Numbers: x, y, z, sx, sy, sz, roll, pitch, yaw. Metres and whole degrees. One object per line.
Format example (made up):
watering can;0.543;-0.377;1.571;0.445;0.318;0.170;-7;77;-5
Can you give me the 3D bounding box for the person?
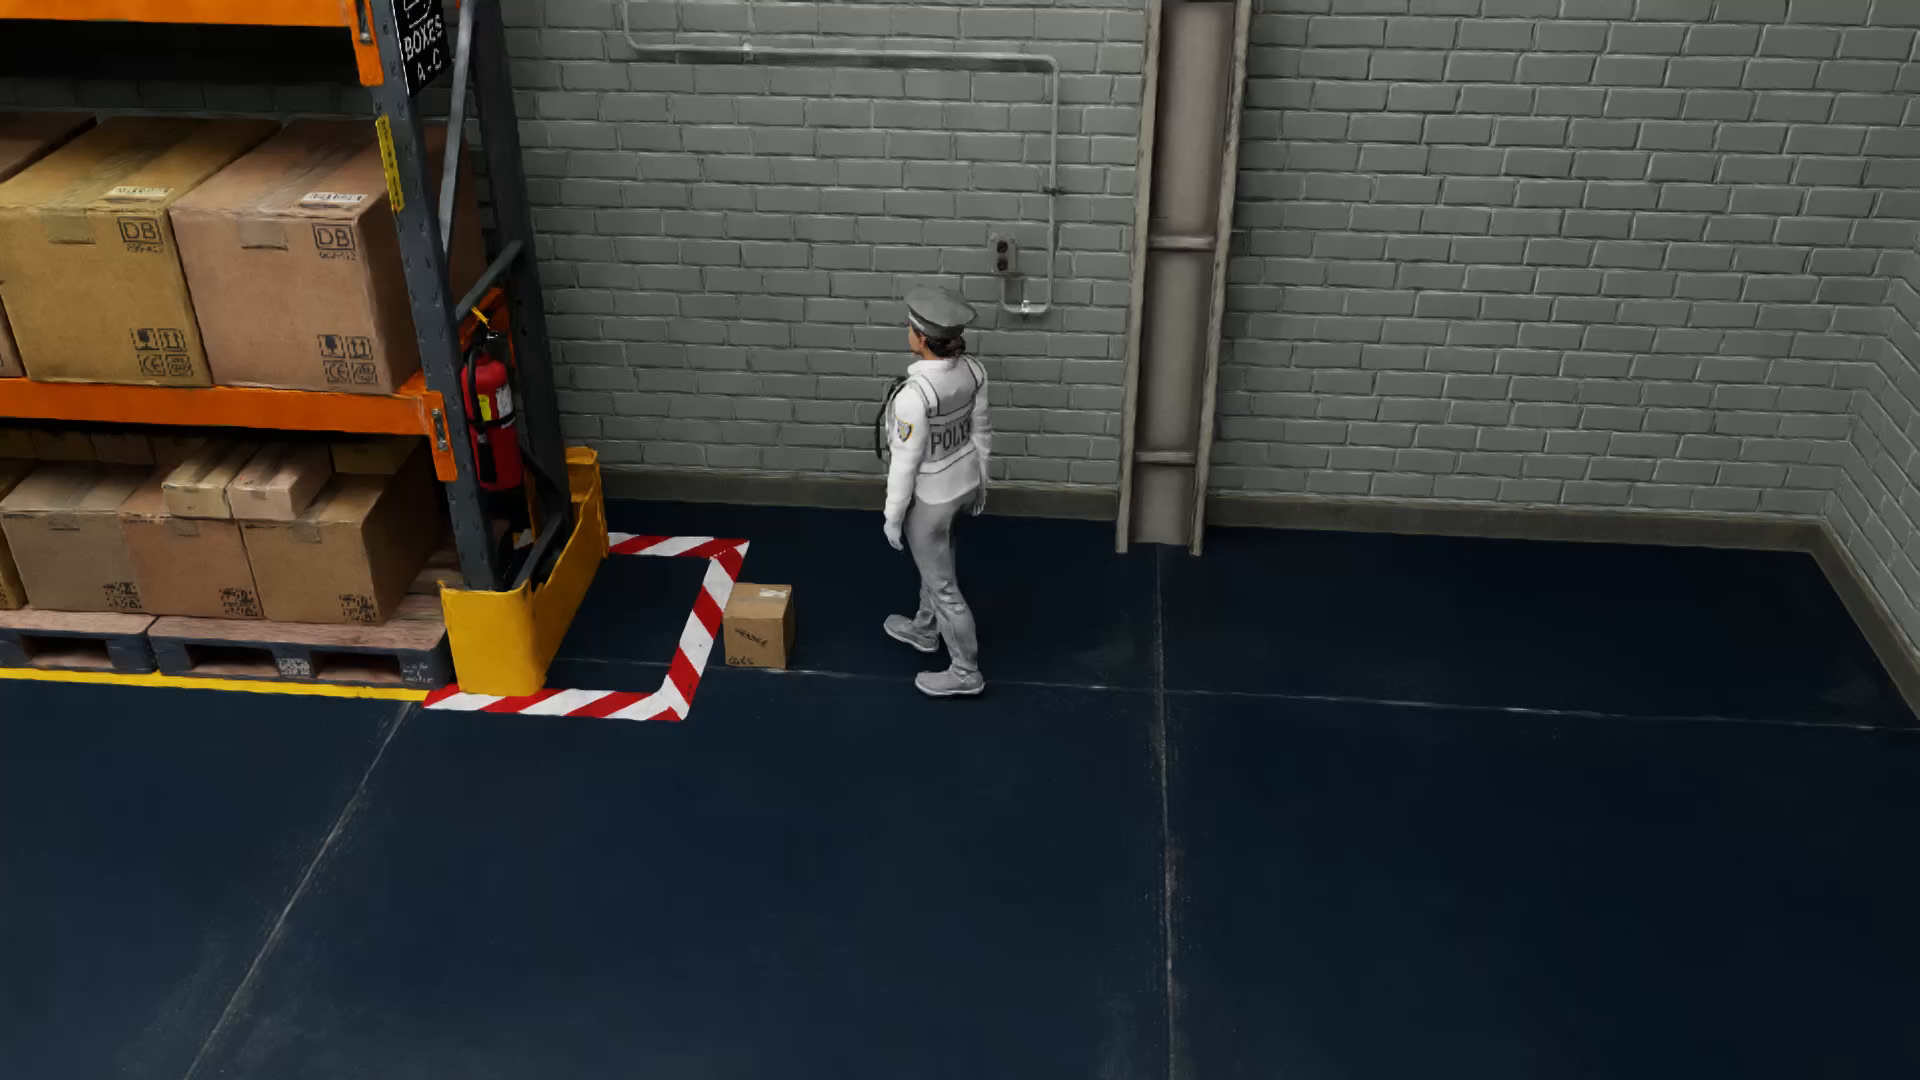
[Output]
person;-0.144;-0.183;6.395;0.613;1.669;0.502;20;37;28
